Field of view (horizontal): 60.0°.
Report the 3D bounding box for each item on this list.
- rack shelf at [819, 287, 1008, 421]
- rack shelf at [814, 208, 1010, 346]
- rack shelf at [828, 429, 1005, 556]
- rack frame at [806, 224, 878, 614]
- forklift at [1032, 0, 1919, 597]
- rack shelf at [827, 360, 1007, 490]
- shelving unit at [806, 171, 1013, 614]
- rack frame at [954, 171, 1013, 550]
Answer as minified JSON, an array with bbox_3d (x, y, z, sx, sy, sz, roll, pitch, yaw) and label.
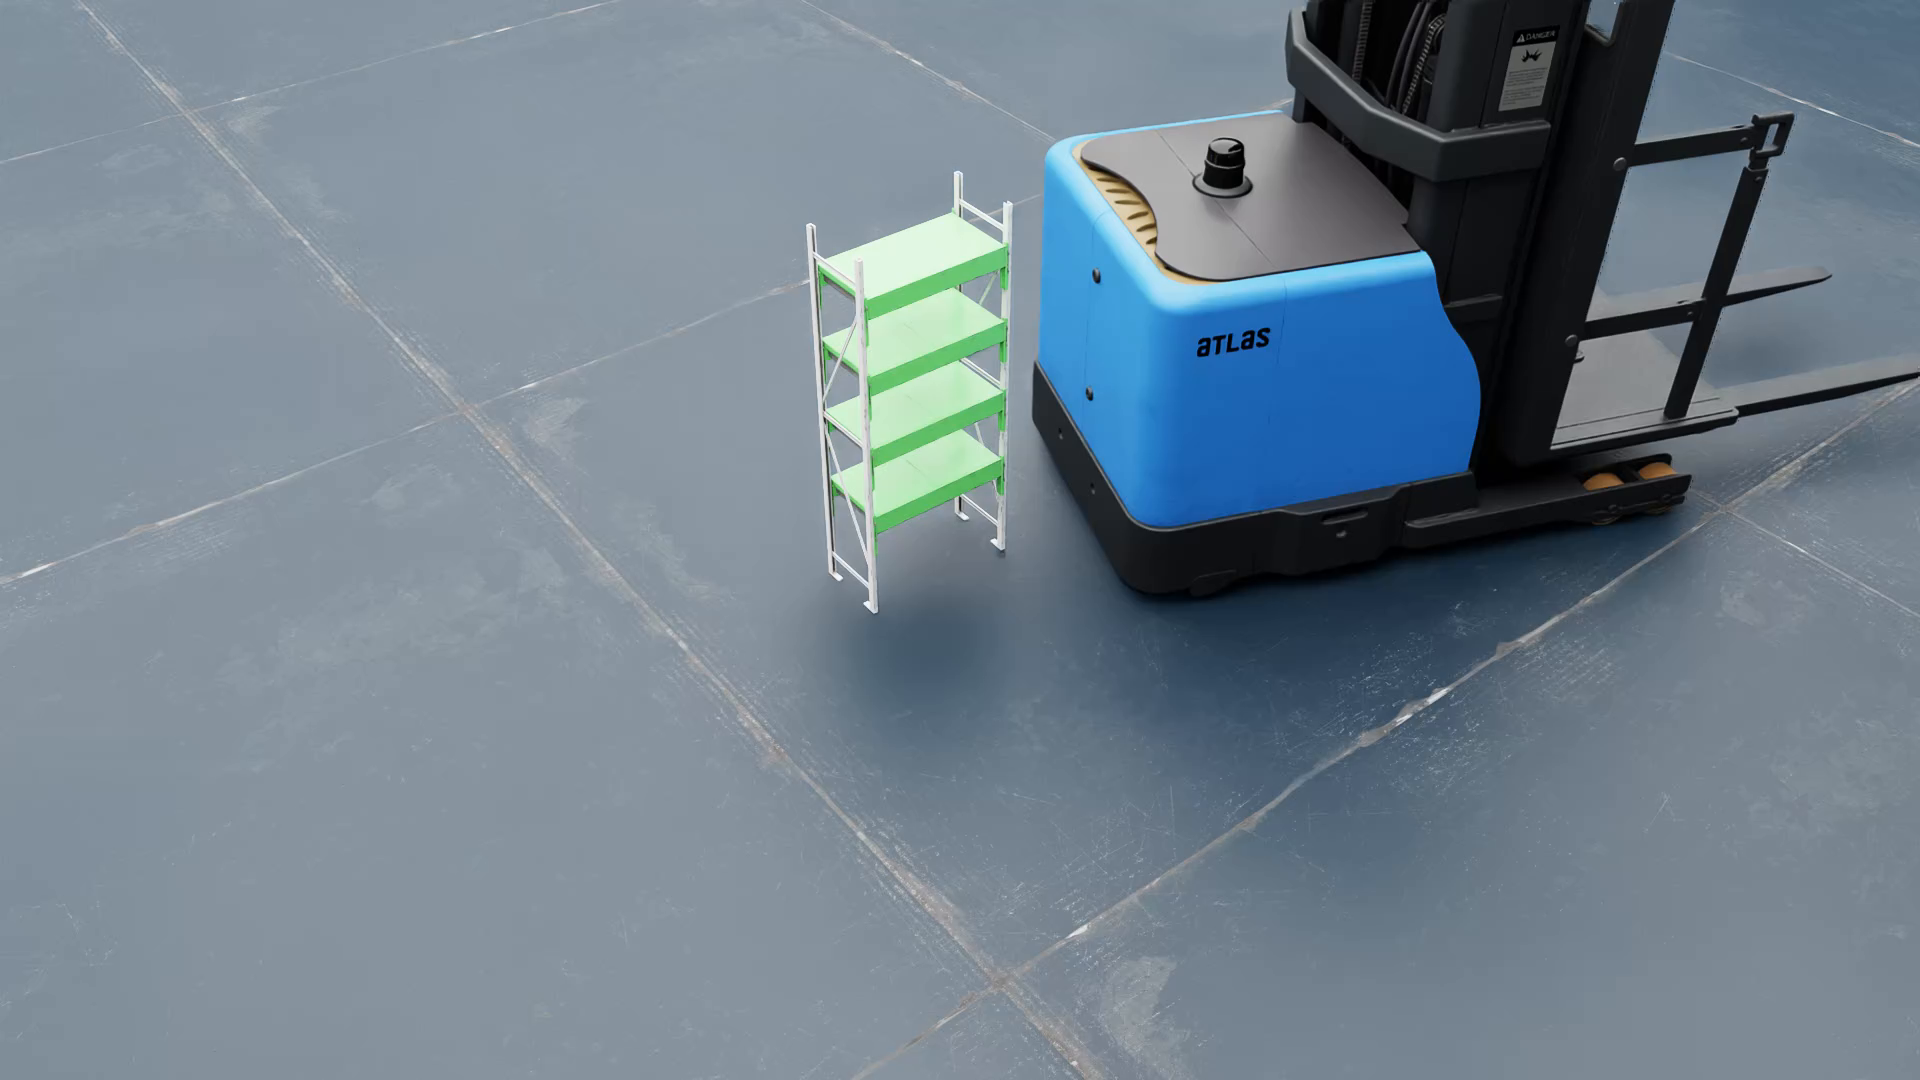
[{"bbox_3d":[-0.131,-0.536,4.680,0.480,0.148,0.258,-26,46,-28],"label":"rack shelf"},{"bbox_3d":[-0.131,-0.722,4.528,0.480,0.148,0.258,-26,46,-28],"label":"rack shelf"},{"bbox_3d":[-0.131,-0.165,4.984,0.480,0.148,0.258,-26,46,-28],"label":"rack shelf"},{"bbox_3d":[-0.325,-0.306,4.677,0.015,1.200,0.240,-26,46,-28],"label":"rack frame"},{"bbox_3d":[1.819,-1.492,4.758,3.031,2.935,1.130,-11,41,-13],"label":"forklift"},{"bbox_3d":[-0.131,-0.351,4.832,0.480,0.148,0.258,-26,46,-28],"label":"rack shelf"},{"bbox_3d":[-0.131,-0.400,4.791,0.503,1.200,0.258,-26,46,-28],"label":"shelving unit"},{"bbox_3d":[0.062,-0.494,4.906,0.015,1.200,0.240,-26,46,-28],"label":"rack frame"}]
